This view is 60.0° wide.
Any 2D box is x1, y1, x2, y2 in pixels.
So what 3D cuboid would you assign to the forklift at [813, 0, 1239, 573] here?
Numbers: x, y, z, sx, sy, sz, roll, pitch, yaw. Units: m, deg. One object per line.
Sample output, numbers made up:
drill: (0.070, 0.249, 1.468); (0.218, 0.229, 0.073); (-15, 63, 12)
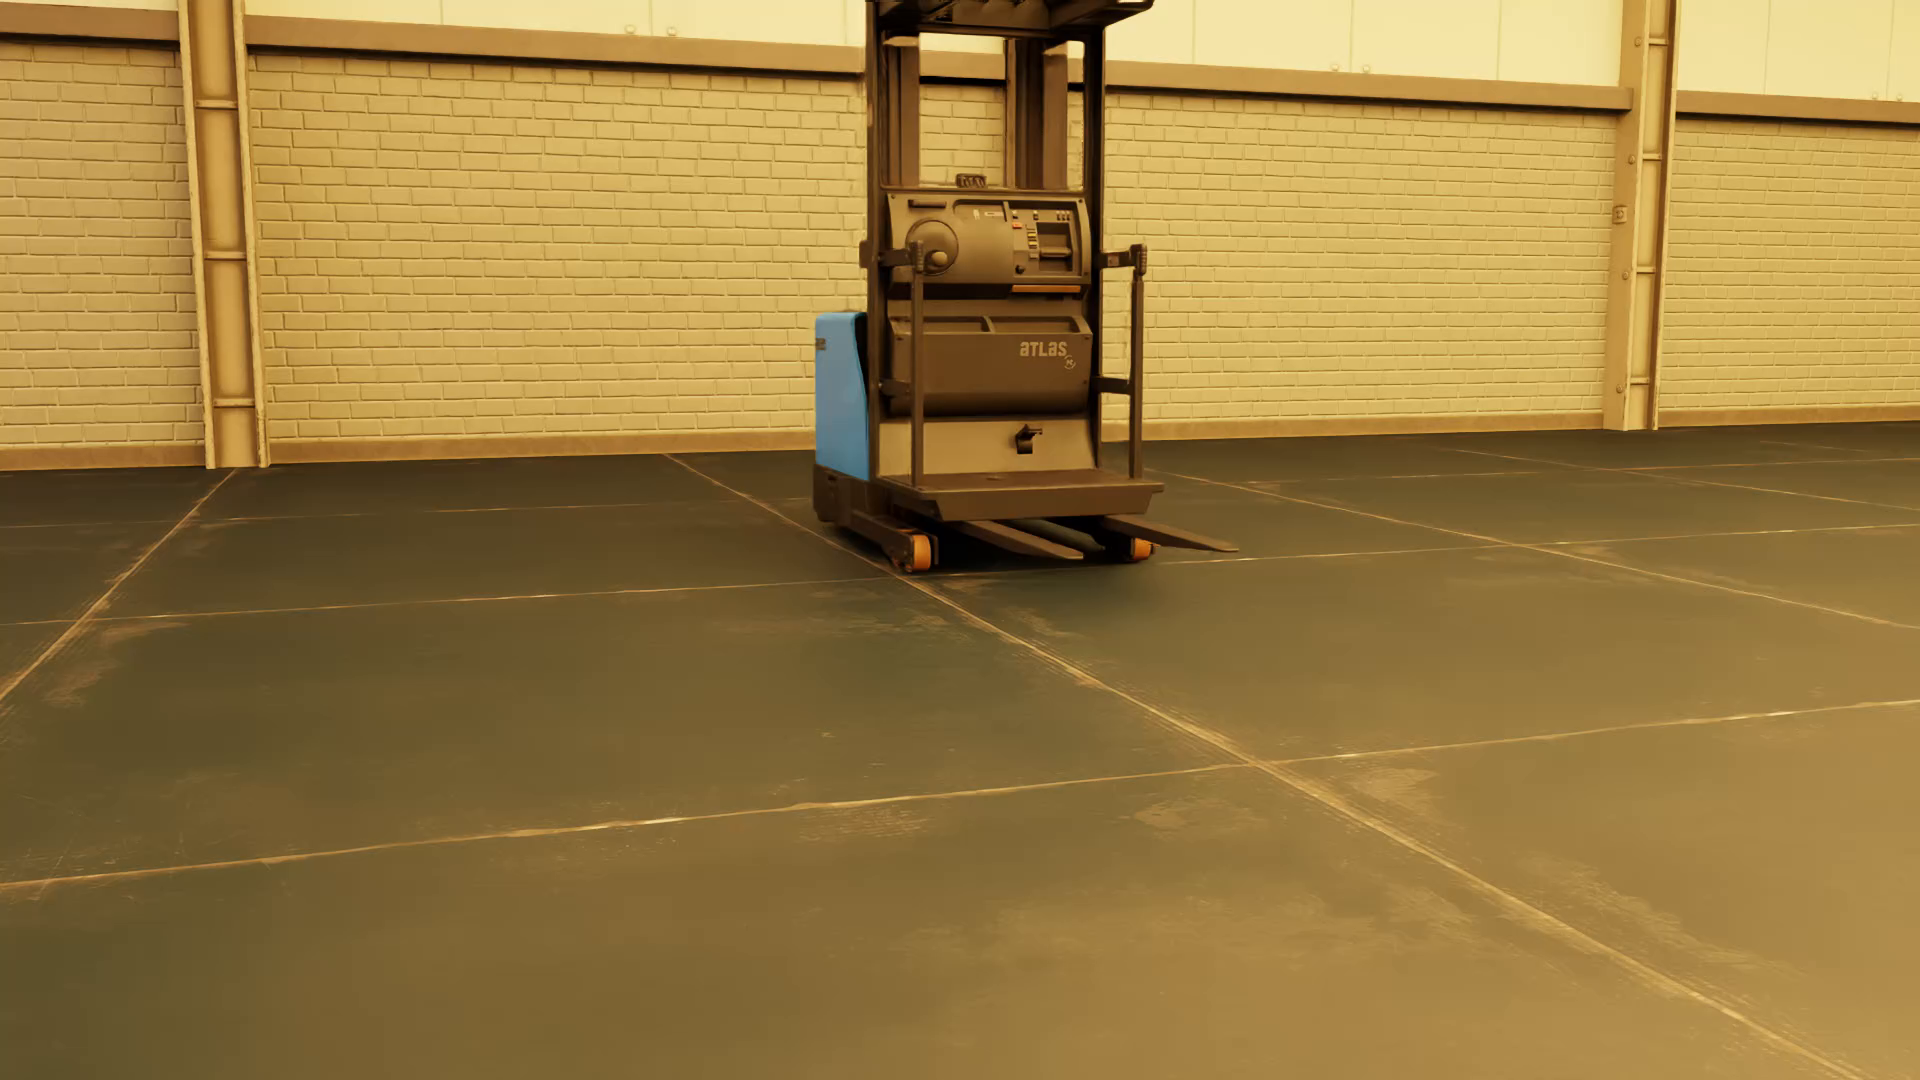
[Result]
forklift: (0.205, -1.375, 7.155); (1.130, 2.935, 3.031); (-3, 8, -19)
